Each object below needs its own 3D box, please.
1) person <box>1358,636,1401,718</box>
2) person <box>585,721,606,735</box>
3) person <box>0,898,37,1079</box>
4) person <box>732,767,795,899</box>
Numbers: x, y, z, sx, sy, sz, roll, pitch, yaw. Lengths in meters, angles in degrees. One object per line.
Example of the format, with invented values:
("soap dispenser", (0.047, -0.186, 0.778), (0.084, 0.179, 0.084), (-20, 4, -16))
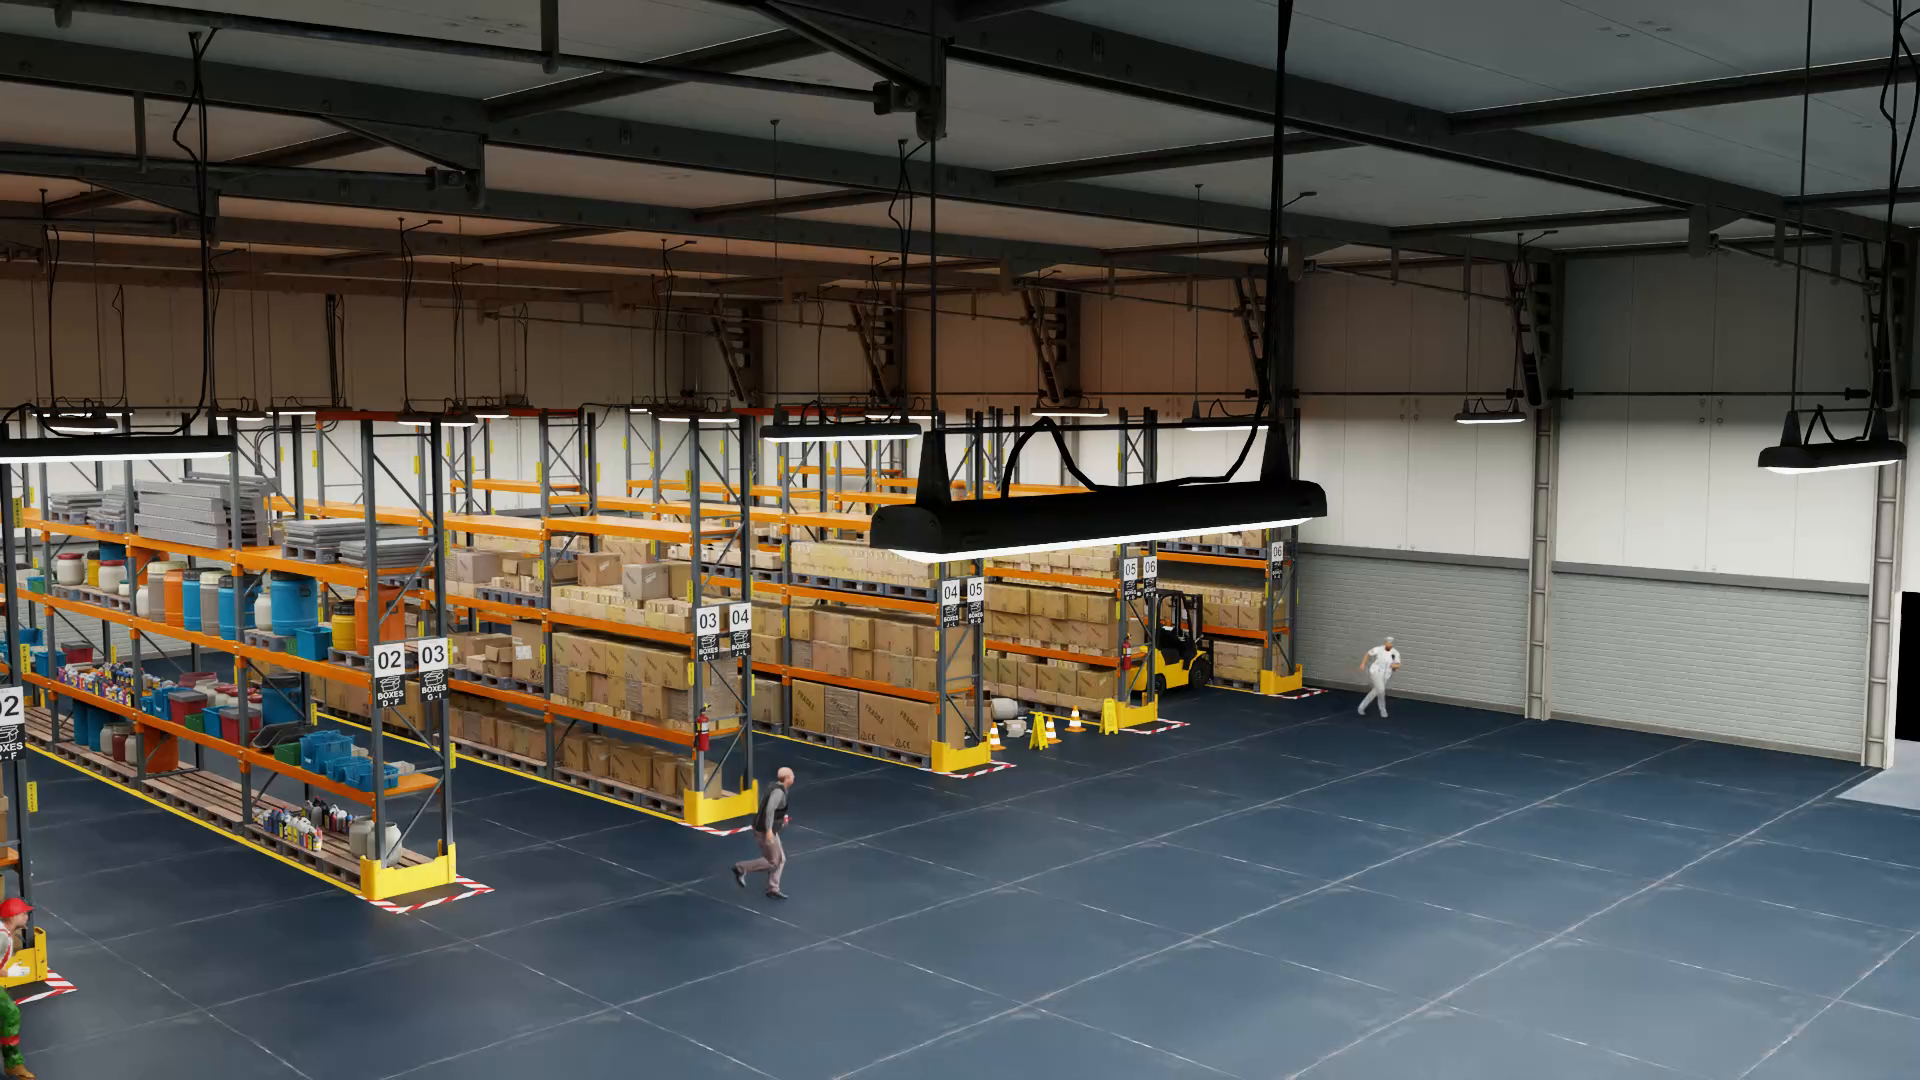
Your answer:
("person", (8.212, 2.652, 32.509), (0.727, 1.578, 0.681), (-2, 5, -18))
("person", (-6.701, 2.773, 30.886), (0.763, 1.690, 0.702), (3, 6, 29))
("person", (-8.999, 4.162, 15.153), (1.045, 1.735, 0.698), (-2, 6, -26))
("person", (-2.459, 3.685, 20.816), (0.818, 1.665, 0.662), (-2, 5, -18))
